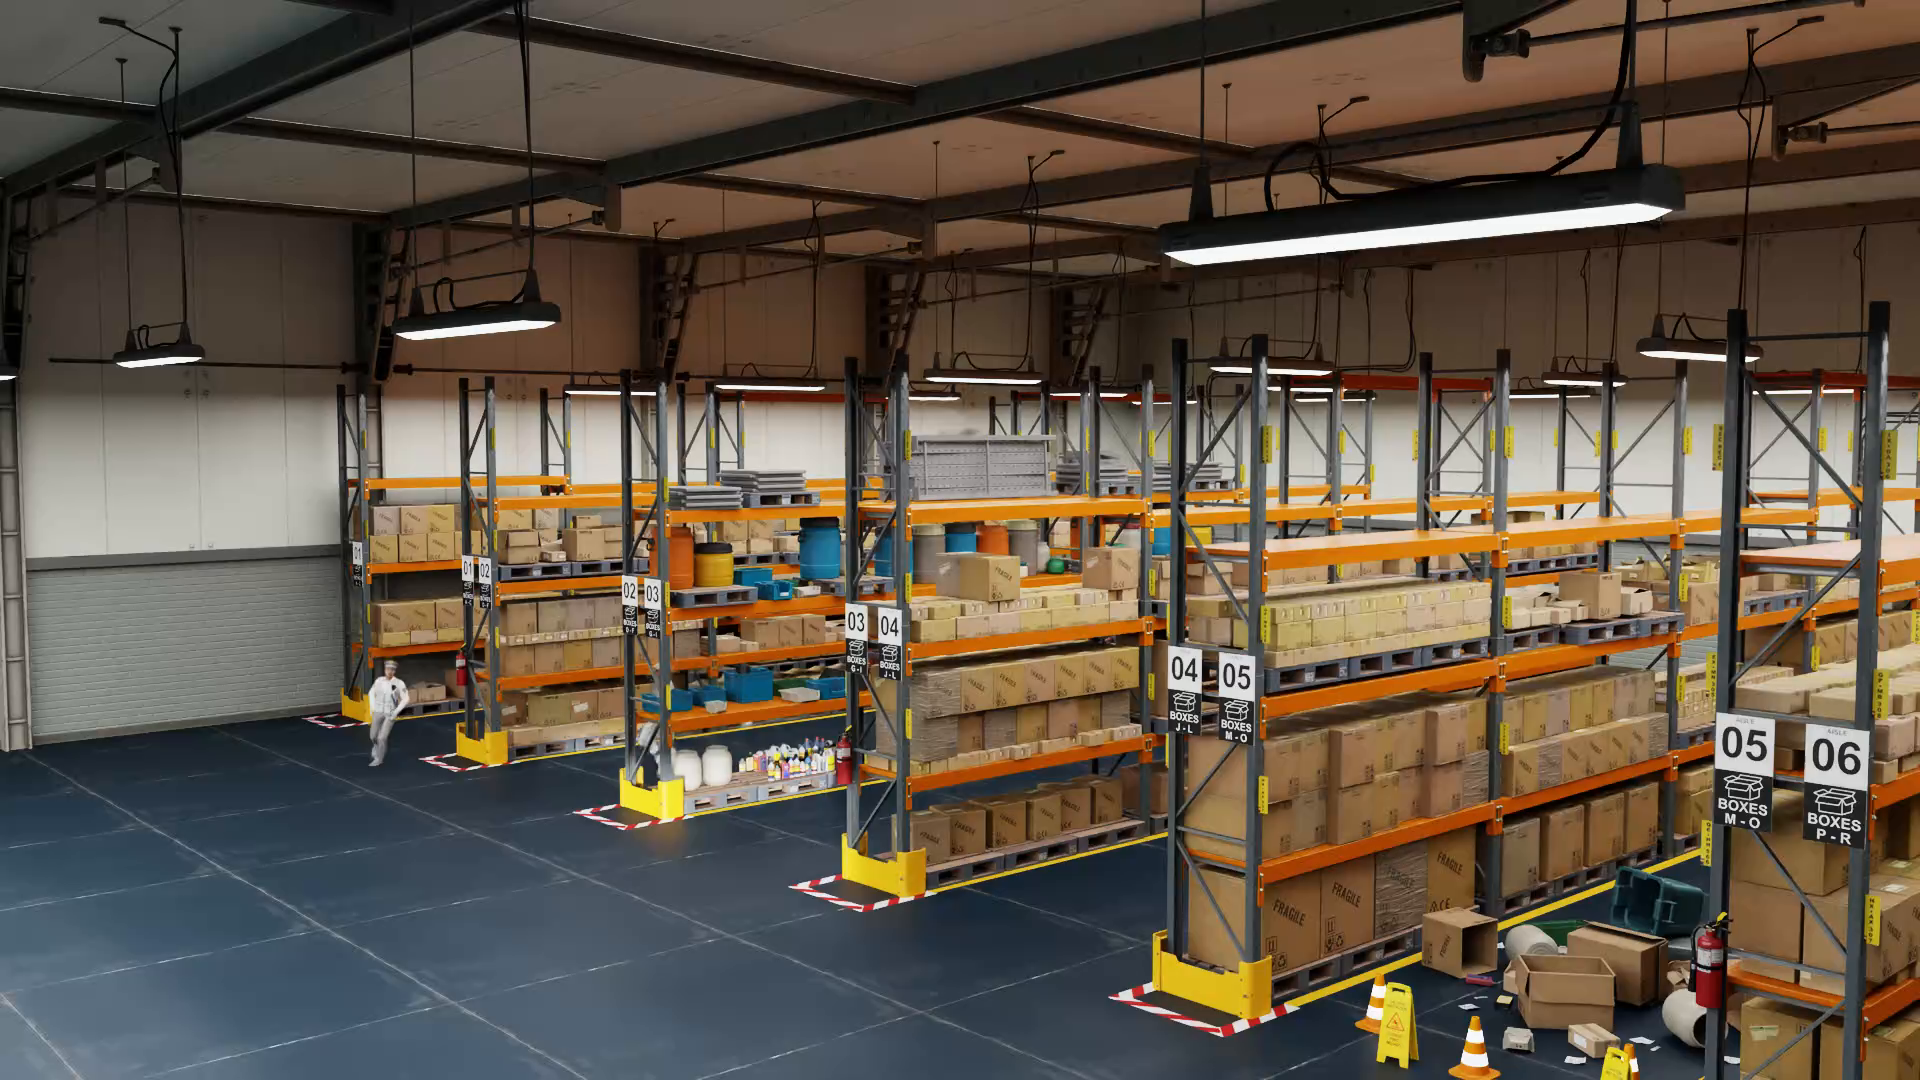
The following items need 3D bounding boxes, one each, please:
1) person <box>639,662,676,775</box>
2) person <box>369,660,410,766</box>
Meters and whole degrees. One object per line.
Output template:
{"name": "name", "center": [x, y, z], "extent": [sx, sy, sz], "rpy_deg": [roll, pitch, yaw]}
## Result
{"name": "person", "center": [-4.422, 2.657, 24.629], "extent": [0.686, 1.736, 0.650], "rpy_deg": [-3, 5, -39]}
{"name": "person", "center": [-8.844, 2.662, 25.741], "extent": [0.672, 1.636, 0.530], "rpy_deg": [0, 4, -2]}
